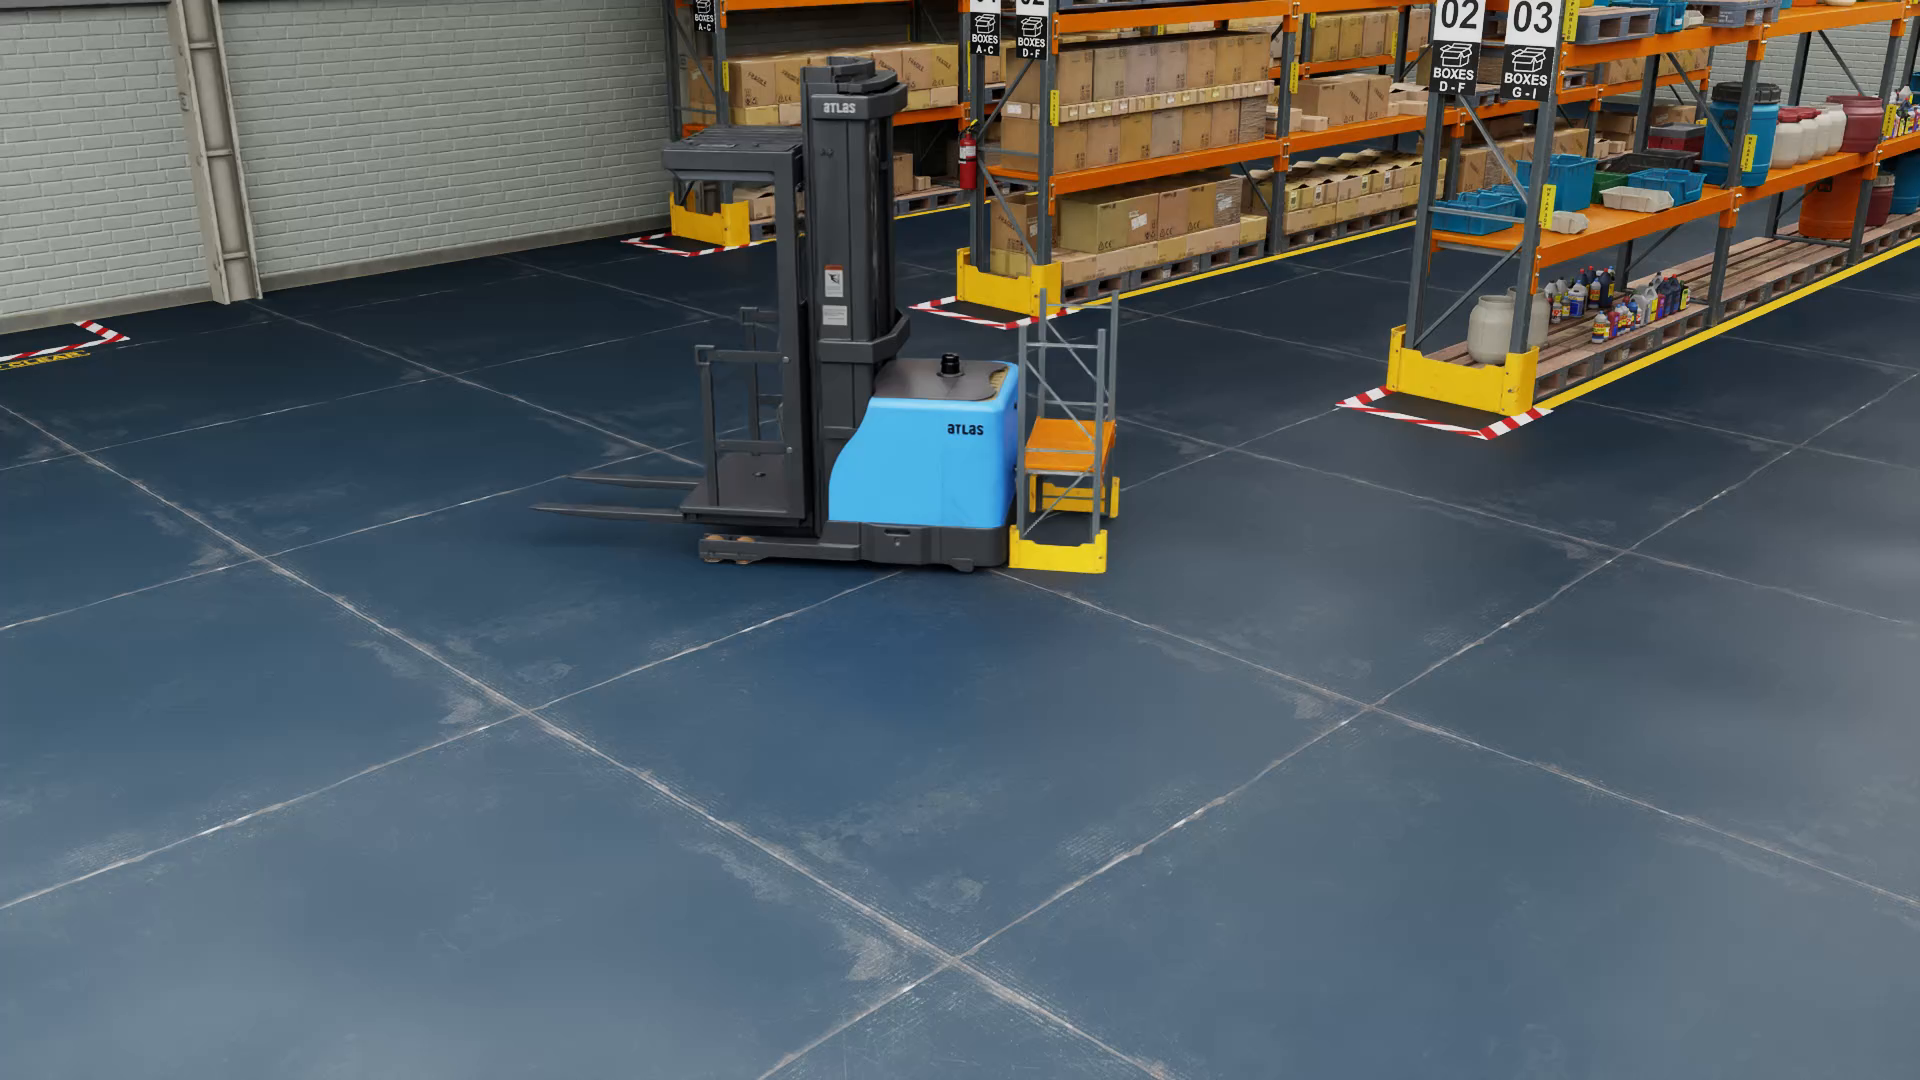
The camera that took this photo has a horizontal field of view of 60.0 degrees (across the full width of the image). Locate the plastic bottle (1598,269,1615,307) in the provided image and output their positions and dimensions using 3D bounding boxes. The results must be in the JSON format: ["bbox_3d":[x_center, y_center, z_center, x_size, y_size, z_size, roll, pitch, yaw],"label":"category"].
[{"bbox_3d":[6.076,-2.384,15.675,0.144,0.351,0.185,19,28,41],"label":"plastic bottle"}]

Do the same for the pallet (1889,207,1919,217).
[{"bbox_3d":[11.846,-4.122,21.004,1.003,0.211,1.213,19,28,41],"label":"pallet"}]

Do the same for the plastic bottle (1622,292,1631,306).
[{"bbox_3d":[6.039,-2.108,15.051,0.061,0.283,0.133,19,28,41],"label":"plastic bottle"}]

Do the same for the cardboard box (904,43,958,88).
[{"bbox_3d":[-0.373,-6.125,21.464,0.500,0.500,0.500,19,28,41],"label":"cardboard box"}]

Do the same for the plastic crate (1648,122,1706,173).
[{"bbox_3d":[6.952,-3.786,16.154,0.402,0.464,0.583,19,28,41],"label":"plastic crate"}]

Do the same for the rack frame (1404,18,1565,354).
[{"bbox_3d":[4.043,-2.527,12.967,1.000,3.000,0.127,19,28,41],"label":"rack frame"}]

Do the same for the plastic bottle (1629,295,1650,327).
[{"bbox_3d":[6.115,-2.078,14.983,0.135,0.276,0.152,-20,28,-41],"label":"plastic bottle"}]

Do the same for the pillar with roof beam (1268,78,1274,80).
[{"bbox_3d":[8.269,-10.210,24.595,9.100,9.000,0.400,19,28,41],"label":"pillar with roof beam"}]

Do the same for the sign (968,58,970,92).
[{"bbox_3d":[0.117,-4.558,16.307,0.100,0.325,0.005,19,28,41],"label":"sign"}]

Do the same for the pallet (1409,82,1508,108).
[{"bbox_3d":[6.500,-5.926,22.079,1.213,0.211,1.003,19,28,41],"label":"pallet"}]

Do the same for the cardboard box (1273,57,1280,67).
[{"bbox_3d":[4.911,-7.699,26.747,0.250,0.149,0.380,-19,28,-40],"label":"cardboard box"}]

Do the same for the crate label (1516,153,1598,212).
[{"bbox_3d":[5.133,-3.084,14.368,0.502,0.435,0.616,19,28,41],"label":"crate label"}]

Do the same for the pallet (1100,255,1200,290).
[{"bbox_3d":[1.851,-2.985,18.046,1.003,0.211,1.213,19,28,41],"label":"pallet"}]

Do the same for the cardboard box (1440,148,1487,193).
[{"bbox_3d":[6.600,-4.908,22.033,0.500,0.500,0.500,-19,28,-40],"label":"cardboard box"}]

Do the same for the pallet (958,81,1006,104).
[{"bbox_3d":[0.373,-6.105,22.544,1.003,0.211,1.213,19,28,41],"label":"pallet"}]

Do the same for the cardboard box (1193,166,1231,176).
[{"bbox_3d":[2.739,-4.017,19.047,0.500,0.500,0.500,19,28,41],"label":"cardboard box"}]

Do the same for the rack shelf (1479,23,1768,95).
[{"bbox_3d":[5.438,-4.105,13.895,1.077,0.370,4.000,19,28,41],"label":"rack shelf"}]

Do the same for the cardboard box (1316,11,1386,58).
[{"bbox_3d":[6.720,-8.742,28.719,0.980,0.700,0.700,18,27,38],"label":"cardboard box"}]

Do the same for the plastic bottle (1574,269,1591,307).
[{"bbox_3d":[5.841,-2.371,15.643,0.144,0.351,0.185,18,27,38],"label":"plastic bottle"}]

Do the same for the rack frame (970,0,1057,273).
[{"bbox_3d":[0.497,-3.767,16.195,1.000,3.000,0.127,19,28,41],"label":"rack frame"}]

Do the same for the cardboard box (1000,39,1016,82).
[{"bbox_3d":[0.510,-6.550,22.684,0.500,0.500,0.700,-17,27,-37],"label":"cardboard box"}]

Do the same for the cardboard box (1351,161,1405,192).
[{"bbox_3d":[5.176,-4.537,20.664,0.500,0.311,0.500,19,28,40],"label":"cardboard box"}]

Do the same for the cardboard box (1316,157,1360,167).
[{"bbox_3d":[4.784,-4.669,21.007,0.500,0.311,0.500,18,28,39],"label":"cardboard box"}]

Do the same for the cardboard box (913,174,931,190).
[{"bbox_3d":[-0.617,-4.772,22.145,0.380,0.166,0.250,15,26,34],"label":"cardboard box"}]

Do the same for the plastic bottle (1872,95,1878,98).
[{"bbox_3d":[11.172,-5.292,20.334,0.152,0.276,0.135,19,28,41],"label":"plastic bottle"}]

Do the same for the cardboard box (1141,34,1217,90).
[{"bbox_3d":[2.281,-5.073,17.645,0.700,0.500,0.500,19,28,41],"label":"cardboard box"}]

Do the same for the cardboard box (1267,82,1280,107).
[{"bbox_3d":[4.956,-7.084,27.234,0.750,0.750,0.750,20,28,41],"label":"cardboard box"}]

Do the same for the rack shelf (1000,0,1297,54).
[{"bbox_3d":[1.892,-5.346,17.123,1.077,0.370,4.000,19,28,41],"label":"rack shelf"}]

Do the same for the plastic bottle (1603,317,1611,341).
[{"bbox_3d":[5.603,-1.840,14.469,0.097,0.201,0.097,0,21,0],"label":"plastic bottle"}]

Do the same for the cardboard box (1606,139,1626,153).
[{"bbox_3d":[9.912,-6.013,25.375,0.380,0.166,0.250,19,28,41],"label":"cardboard box"}]

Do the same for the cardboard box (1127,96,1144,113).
[{"bbox_3d":[1.644,-4.429,16.874,0.380,0.149,0.250,18,27,39],"label":"cardboard box"}]

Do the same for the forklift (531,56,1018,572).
[{"bbox_3d":[-1.162,-1.402,10.136,3.031,2.935,1.130,3,21,8],"label":"forklift"}]

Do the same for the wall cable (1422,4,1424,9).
[{"bbox_3d":[8.322,-10.159,31.409,0.084,1.984,1.851,19,28,41],"label":"wall cable"}]

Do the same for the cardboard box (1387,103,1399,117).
[{"bbox_3d":[5.228,-5.364,20.701,0.250,0.149,0.380,-18,27,-38],"label":"cardboard box"}]

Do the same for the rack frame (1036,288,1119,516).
[{"bbox_3d":[0.754,-0.882,10.778,0.500,1.500,0.032,3,21,9],"label":"rack frame"}]

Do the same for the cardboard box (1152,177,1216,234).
[{"bbox_3d":[2.417,-3.629,18.037,0.500,0.500,0.500,19,28,41],"label":"cardboard box"}]

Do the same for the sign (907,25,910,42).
[{"bbox_3d":[-0.665,-6.713,22.245,0.100,0.325,0.005,19,28,41],"label":"sign"}]

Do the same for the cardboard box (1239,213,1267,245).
[{"bbox_3d":[3.120,-3.534,18.836,0.500,0.250,0.500,19,28,41],"label":"cardboard box"}]

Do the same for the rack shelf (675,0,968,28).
[{"bbox_3d":[-1.660,-6.585,20.347,1.077,0.370,4.000,19,28,41],"label":"rack shelf"}]

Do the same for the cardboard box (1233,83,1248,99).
[{"bbox_3d":[2.896,-4.890,18.074,0.380,0.149,0.250,18,28,39],"label":"cardboard box"}]

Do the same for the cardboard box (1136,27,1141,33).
[{"bbox_3d":[2.656,-7.789,25.031,0.500,0.250,0.500,-19,28,-41],"label":"cardboard box"}]

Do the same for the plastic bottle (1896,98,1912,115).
[{"bbox_3d":[11.036,-4.990,19.446,0.144,0.351,0.185,19,28,41],"label":"plastic bottle"}]

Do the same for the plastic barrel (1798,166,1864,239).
[{"bbox_3d":[9.953,-3.896,18.970,0.600,0.830,0.708,19,28,41],"label":"plastic barrel"}]

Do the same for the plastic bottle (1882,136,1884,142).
[{"bbox_3d":[10.157,-4.555,18.418,0.152,0.276,0.135,19,28,41],"label":"plastic bottle"}]

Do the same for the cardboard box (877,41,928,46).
[{"bbox_3d":[-0.742,-6.255,21.804,0.500,0.500,0.500,18,28,39],"label":"cardboard box"}]

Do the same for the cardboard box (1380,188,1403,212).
[{"bbox_3d":[5.175,-4.278,20.771,0.500,0.250,0.500,-19,28,-41],"label":"cardboard box"}]

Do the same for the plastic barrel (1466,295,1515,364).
[{"bbox_3d":[4.447,-1.750,13.828,0.421,0.512,0.421,0,21,0],"label":"plastic barrel"}]

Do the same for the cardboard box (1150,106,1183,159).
[{"bbox_3d":[1.909,-4.329,17.518,0.500,0.500,0.700,-19,28,-40],"label":"cardboard box"}]

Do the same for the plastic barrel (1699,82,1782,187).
[{"bbox_3d":[7.320,-3.812,15.613,0.600,0.901,0.708,19,28,41],"label":"plastic barrel"}]

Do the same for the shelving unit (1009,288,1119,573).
[{"bbox_3d":[0.673,-0.705,10.318,0.587,1.500,1.083,3,21,9],"label":"shelving unit"}]

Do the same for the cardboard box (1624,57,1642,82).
[{"bbox_3d":[9.774,-7.094,24.710,0.500,0.500,0.500,-20,28,-41],"label":"cardboard box"}]

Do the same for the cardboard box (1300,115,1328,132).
[{"bbox_3d":[4.052,-4.855,19.375,0.380,0.149,0.250,19,28,41],"label":"cardboard box"}]

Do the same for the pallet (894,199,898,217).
[{"bbox_3d":[-1.559,-4.236,21.301,1.003,0.211,1.213,19,28,41],"label":"pallet"}]

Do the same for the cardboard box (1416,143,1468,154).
[{"bbox_3d":[6.562,-5.161,22.693,0.500,0.500,0.500,-19,28,-40],"label":"cardboard box"}]

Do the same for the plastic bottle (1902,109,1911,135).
[{"bbox_3d":[10.767,-4.760,18.941,0.061,0.283,0.133,19,28,41],"label":"plastic bottle"}]
